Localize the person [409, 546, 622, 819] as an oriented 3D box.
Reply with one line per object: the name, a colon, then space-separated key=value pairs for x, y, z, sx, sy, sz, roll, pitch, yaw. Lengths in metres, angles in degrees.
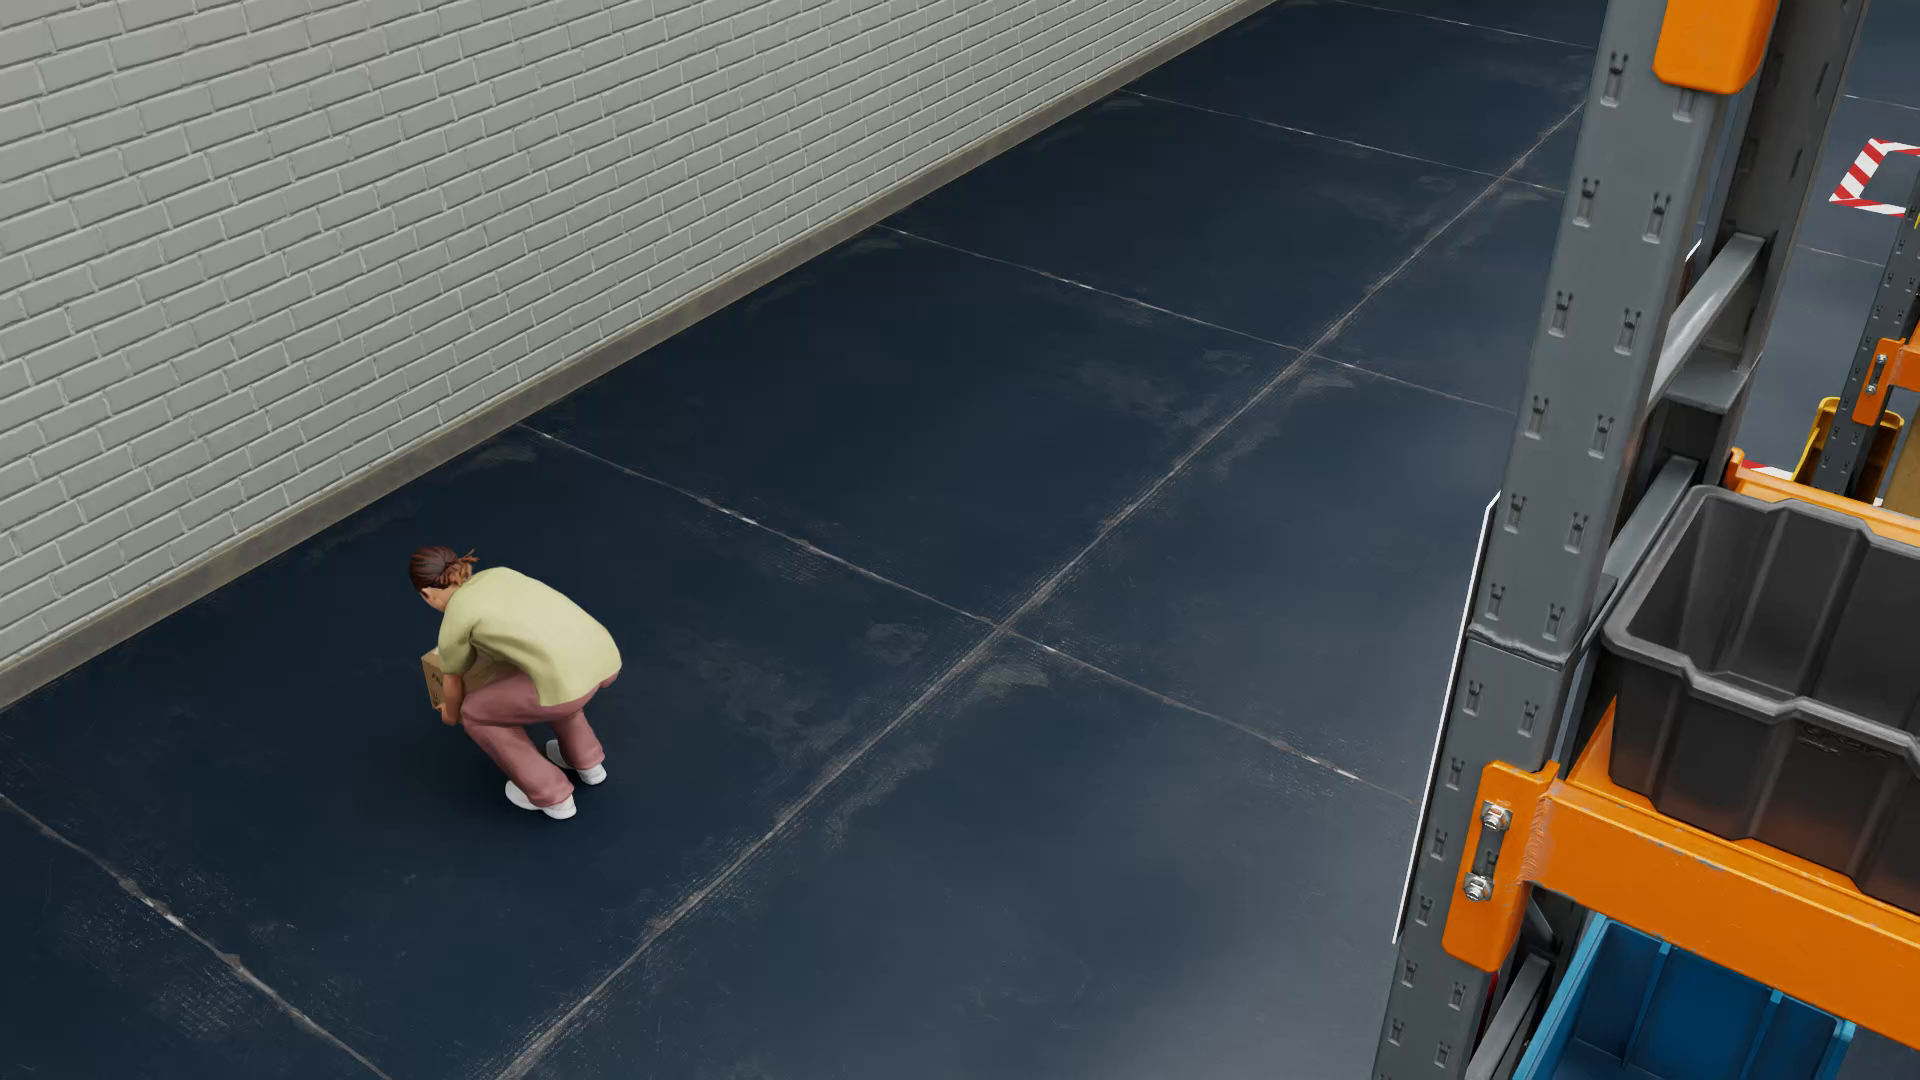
person: x=-1.612 y=0.500 z=6.062 sx=0.852 sy=0.950 sz=0.469 roll=20 pitch=39 yaw=26
